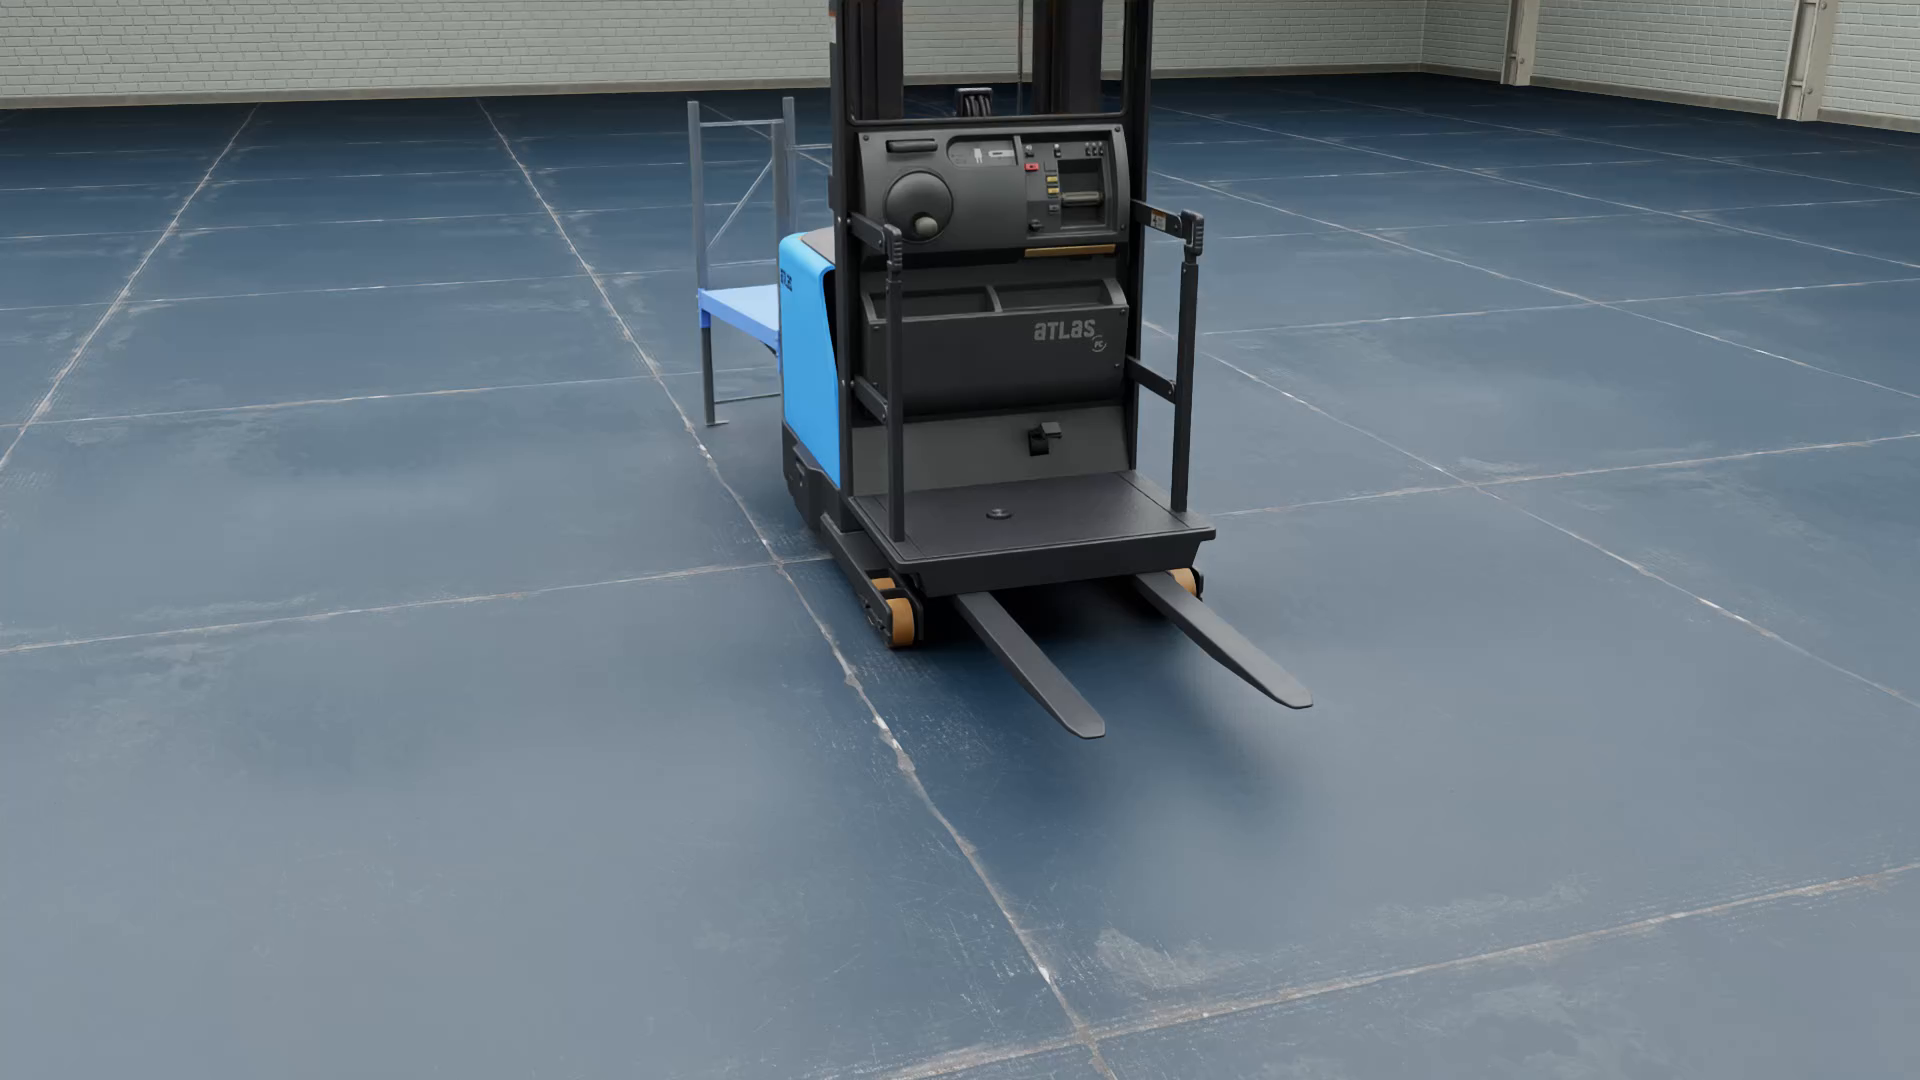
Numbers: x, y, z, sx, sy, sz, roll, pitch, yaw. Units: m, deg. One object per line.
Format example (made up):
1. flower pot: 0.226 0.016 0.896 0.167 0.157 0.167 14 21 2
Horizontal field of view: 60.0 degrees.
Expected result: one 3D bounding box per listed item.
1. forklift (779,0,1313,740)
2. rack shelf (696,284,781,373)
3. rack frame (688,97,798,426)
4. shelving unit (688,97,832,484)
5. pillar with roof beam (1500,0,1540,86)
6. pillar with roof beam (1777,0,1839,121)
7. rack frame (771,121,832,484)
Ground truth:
1. forklift: 0.188 -1.177 5.357 1.130 2.935 3.031 -6 21 -16
2. rack shelf: -0.757 -0.971 7.434 0.538 0.185 1.000 -10 22 -26
3. rack frame: -0.992 -1.293 7.798 0.500 1.500 0.032 -10 22 -26
4. shelving unit: -0.757 -1.141 7.373 0.538 1.500 1.048 -10 22 -26
5. pillar with roof beam: 4.947 -11.186 24.248 9.100 9.000 0.400 -6 21 -17
6. pillar with roof beam: 6.832 -9.261 18.888 9.100 9.000 0.400 -6 21 -17
7. rack frame: -0.522 -0.988 6.949 0.500 1.500 0.032 -10 22 -26
